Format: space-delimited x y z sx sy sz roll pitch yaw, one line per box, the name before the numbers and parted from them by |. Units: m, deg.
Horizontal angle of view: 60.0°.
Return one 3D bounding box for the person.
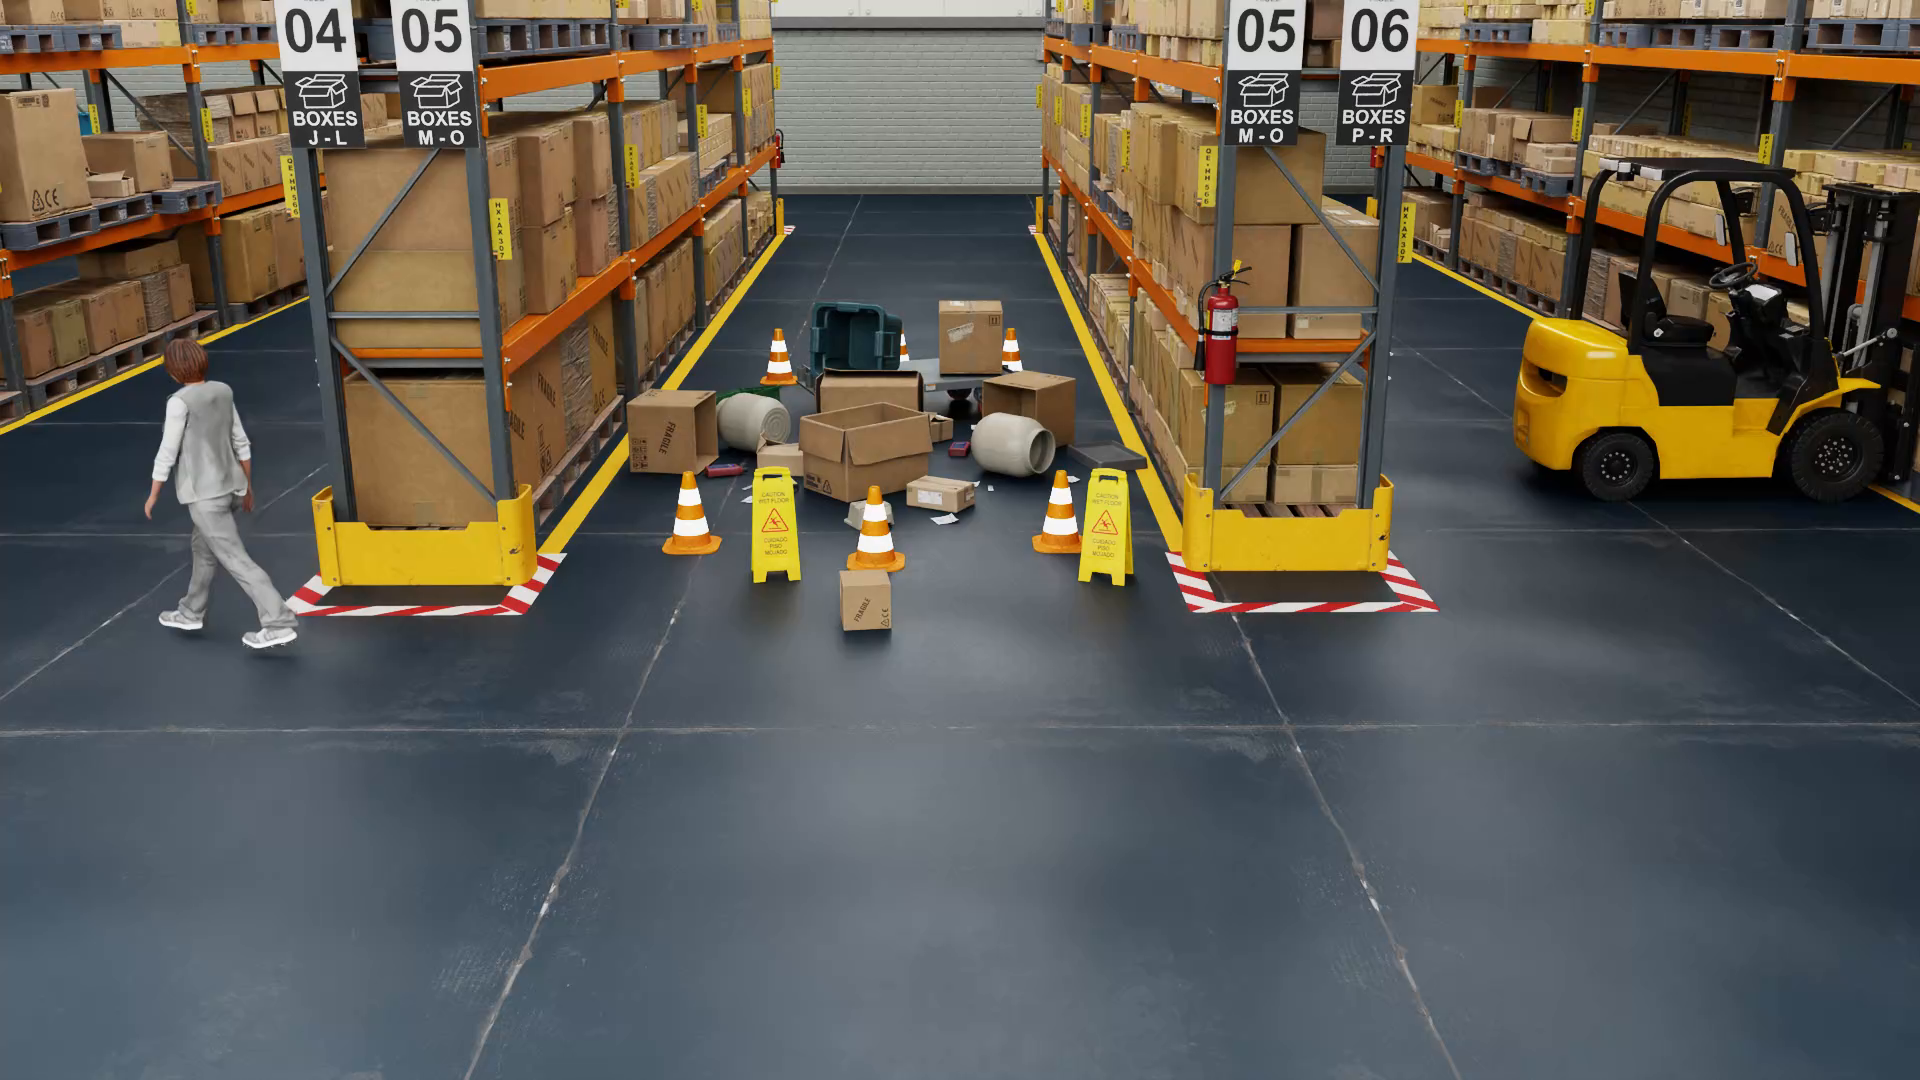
person | -3.766 -0.240 8.289 0.914 1.539 0.437 4 18 13
